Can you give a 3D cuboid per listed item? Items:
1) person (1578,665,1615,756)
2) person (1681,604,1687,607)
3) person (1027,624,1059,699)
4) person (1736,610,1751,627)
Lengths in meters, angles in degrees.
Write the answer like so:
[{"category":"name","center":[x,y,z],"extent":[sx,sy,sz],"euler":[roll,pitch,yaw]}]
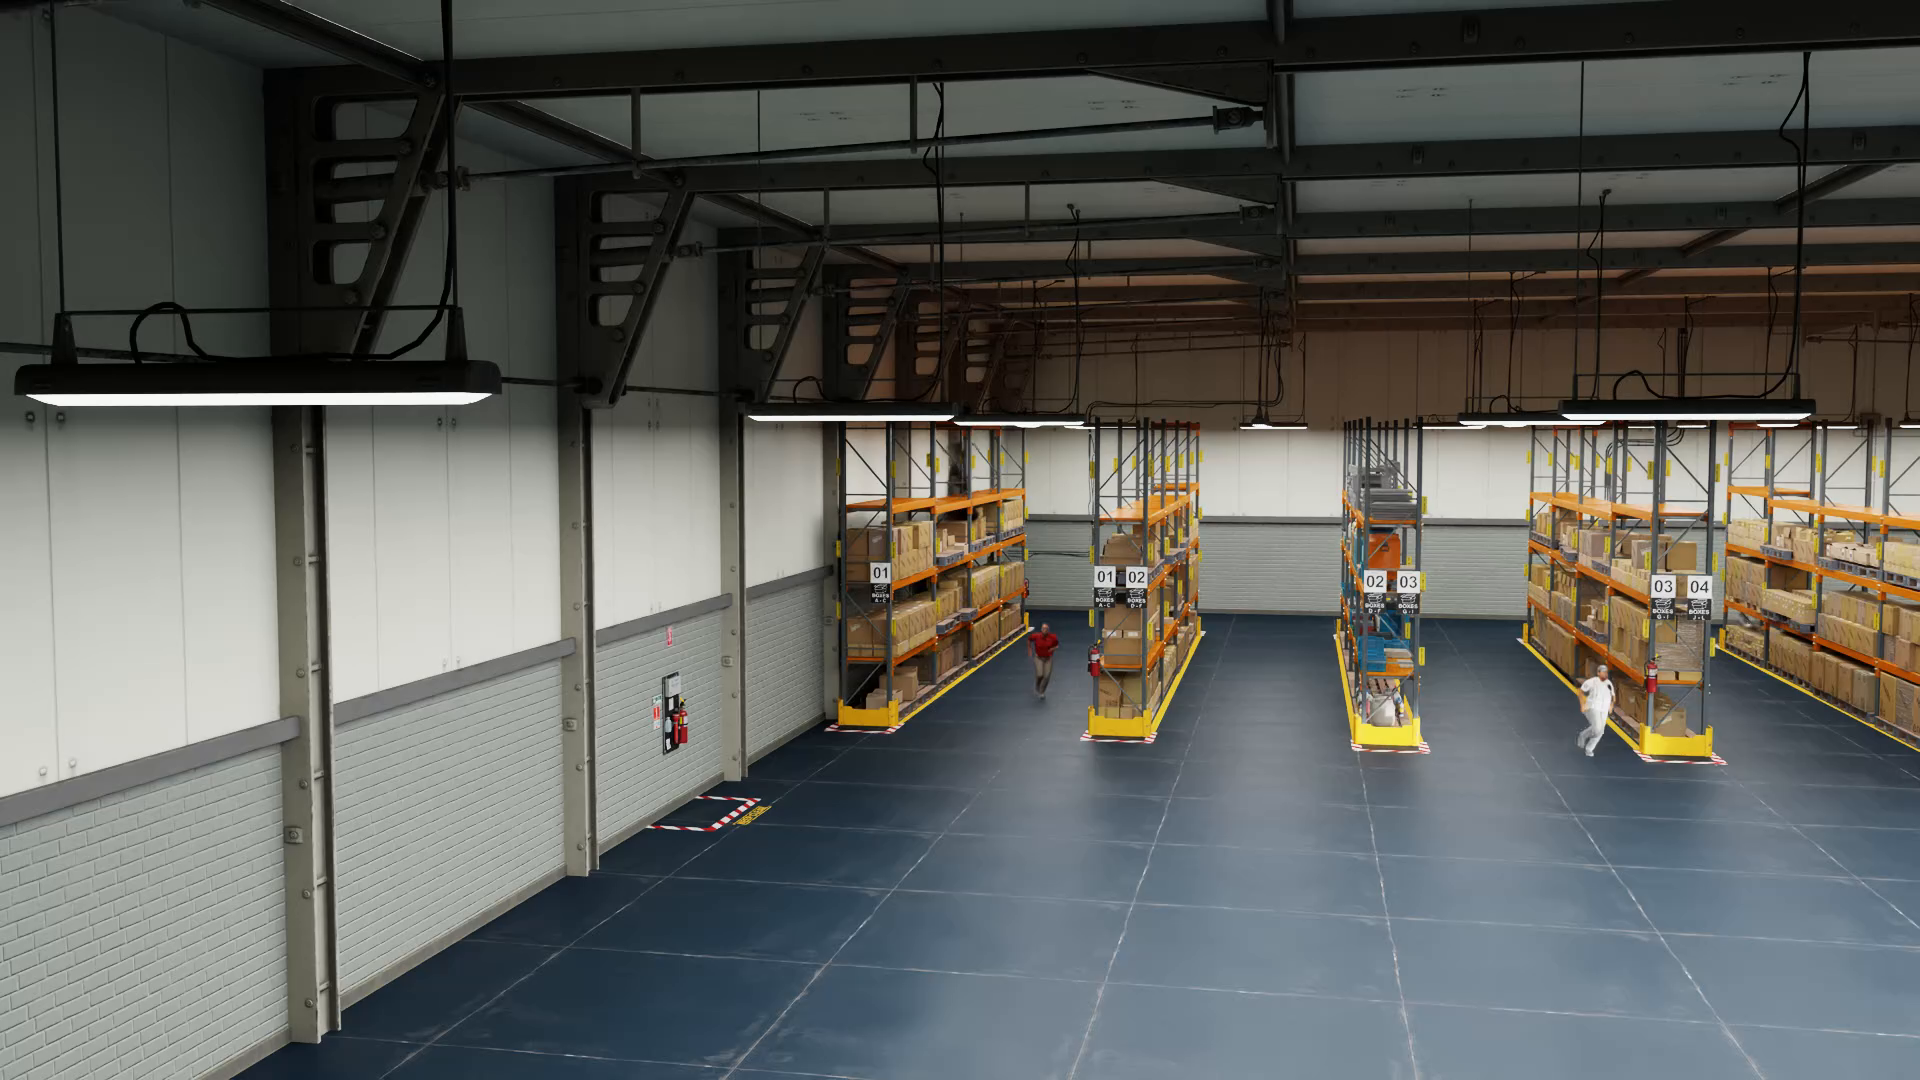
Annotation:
[{"category":"person","center":[11.324,3.019,29.425],"extent":[0.645,1.595,0.512],"euler":[-1,4,-8]},{"category":"person","center":[19.171,2.030,44.402],"extent":[0.751,1.680,0.659],"euler":[-3,5,-43]},{"category":"person","center":[1.784,2.597,35.557],"extent":[0.649,1.649,0.745],"euler":[-1,4,-8]},{"category":"person","center":[21.365,1.922,45.238],"extent":[0.704,1.737,0.839],"euler":[-4,5,-45]}]
